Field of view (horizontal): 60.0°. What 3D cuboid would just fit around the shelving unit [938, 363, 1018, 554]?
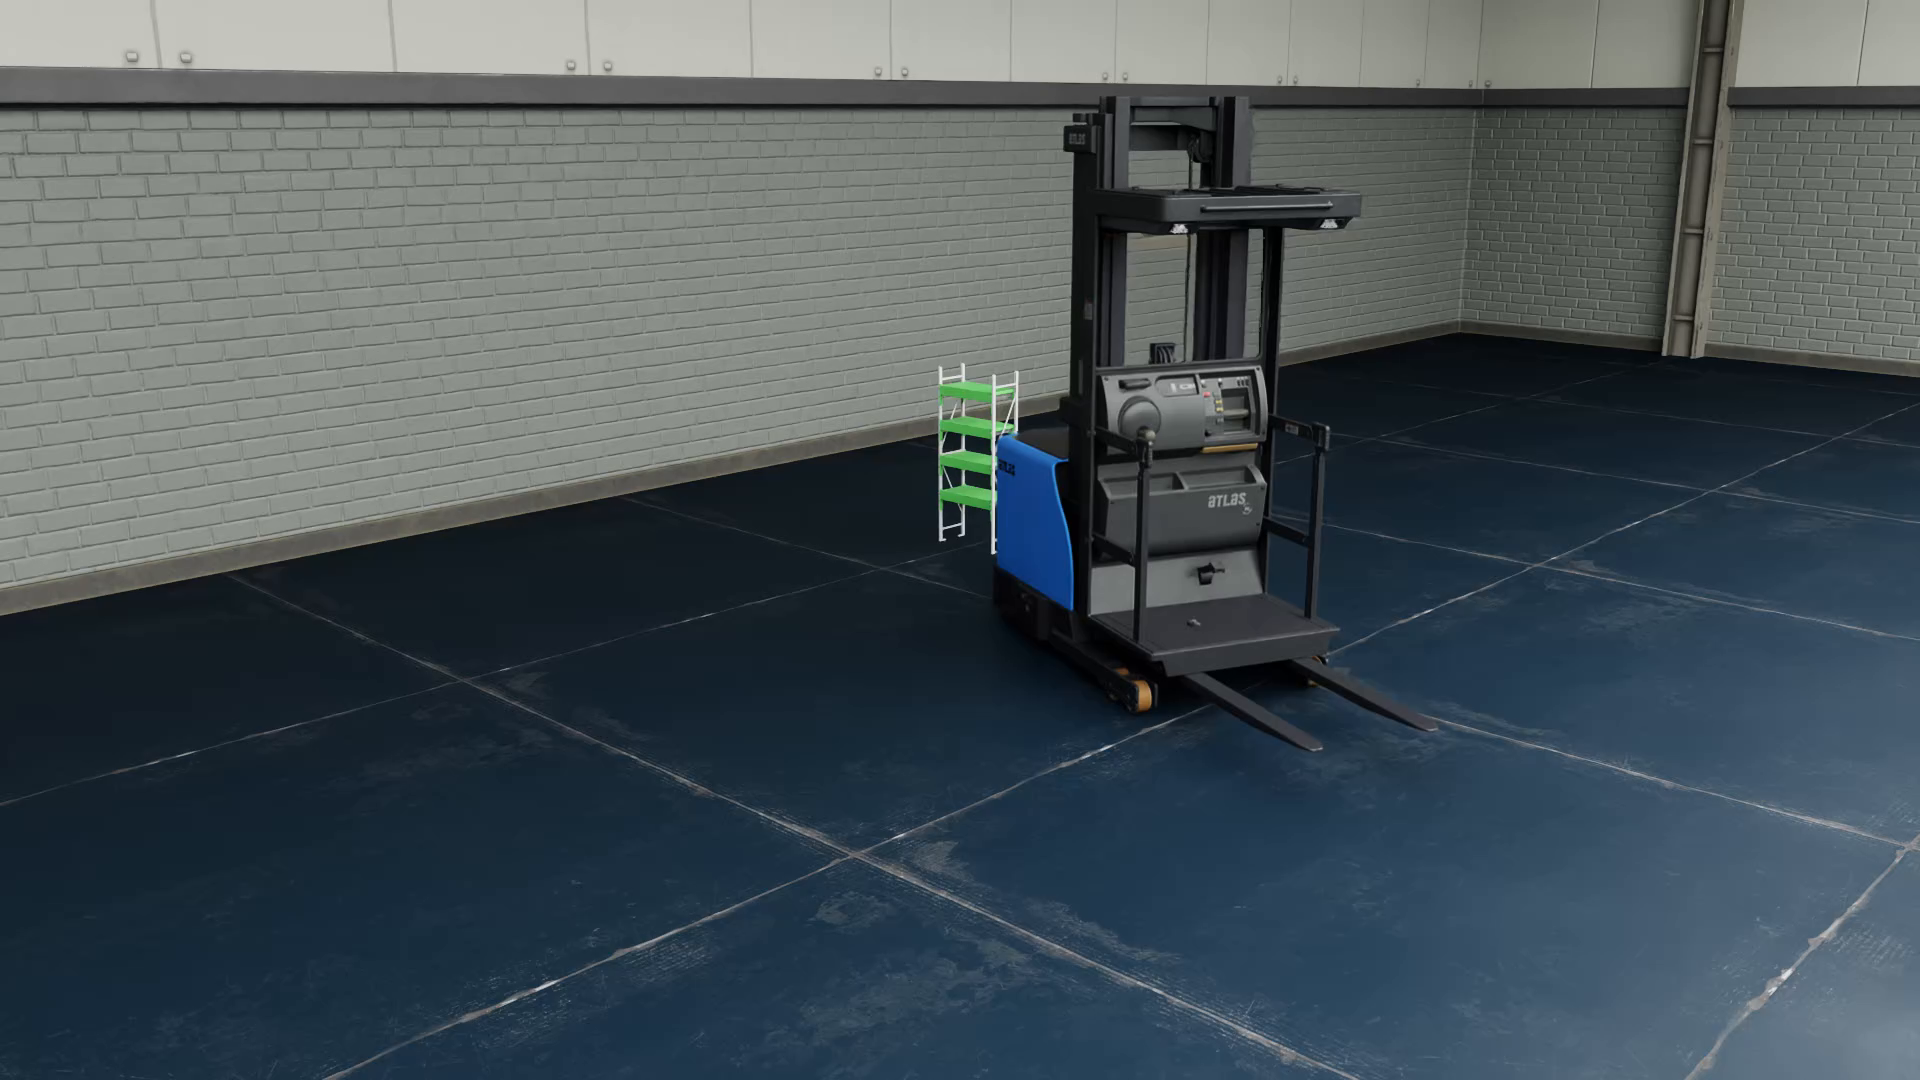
[{"bbox_3d":[0.119,-0.552,11.170,0.503,1.200,0.258,14,20,42],"label":"shelving unit"}]

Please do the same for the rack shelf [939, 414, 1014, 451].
[{"bbox_3d":[0.119,-0.722,11.125,0.480,0.148,0.258,14,20,42],"label":"rack shelf"}]

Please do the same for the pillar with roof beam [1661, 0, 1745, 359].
[{"bbox_3d":[5.664,-5.781,15.771,0.400,9.000,9.100,14,20,42],"label":"pillar with roof beam"}]

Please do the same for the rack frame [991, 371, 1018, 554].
[{"bbox_3d":[0.295,-0.509,11.006,0.015,1.200,0.240,14,20,42],"label":"rack frame"}]

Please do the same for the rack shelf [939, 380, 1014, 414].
[{"bbox_3d":[0.119,-0.954,11.065,0.480,0.148,0.258,14,20,42],"label":"rack shelf"}]

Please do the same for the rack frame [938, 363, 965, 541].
[{"bbox_3d":[-0.057,-0.594,11.334,0.015,1.200,0.240,14,20,42],"label":"rack frame"}]

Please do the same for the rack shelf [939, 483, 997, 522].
[{"bbox_3d":[0.119,-0.258,11.246,0.480,0.148,0.258,14,20,42],"label":"rack shelf"}]

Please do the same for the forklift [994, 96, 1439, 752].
[{"bbox_3d":[1.229,-0.688,8.259,1.130,2.935,3.031,-6,16,-22],"label":"forklift"}]

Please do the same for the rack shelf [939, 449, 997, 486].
[{"bbox_3d":[0.119,-0.490,11.186,0.480,0.148,0.258,14,20,42],"label":"rack shelf"}]
